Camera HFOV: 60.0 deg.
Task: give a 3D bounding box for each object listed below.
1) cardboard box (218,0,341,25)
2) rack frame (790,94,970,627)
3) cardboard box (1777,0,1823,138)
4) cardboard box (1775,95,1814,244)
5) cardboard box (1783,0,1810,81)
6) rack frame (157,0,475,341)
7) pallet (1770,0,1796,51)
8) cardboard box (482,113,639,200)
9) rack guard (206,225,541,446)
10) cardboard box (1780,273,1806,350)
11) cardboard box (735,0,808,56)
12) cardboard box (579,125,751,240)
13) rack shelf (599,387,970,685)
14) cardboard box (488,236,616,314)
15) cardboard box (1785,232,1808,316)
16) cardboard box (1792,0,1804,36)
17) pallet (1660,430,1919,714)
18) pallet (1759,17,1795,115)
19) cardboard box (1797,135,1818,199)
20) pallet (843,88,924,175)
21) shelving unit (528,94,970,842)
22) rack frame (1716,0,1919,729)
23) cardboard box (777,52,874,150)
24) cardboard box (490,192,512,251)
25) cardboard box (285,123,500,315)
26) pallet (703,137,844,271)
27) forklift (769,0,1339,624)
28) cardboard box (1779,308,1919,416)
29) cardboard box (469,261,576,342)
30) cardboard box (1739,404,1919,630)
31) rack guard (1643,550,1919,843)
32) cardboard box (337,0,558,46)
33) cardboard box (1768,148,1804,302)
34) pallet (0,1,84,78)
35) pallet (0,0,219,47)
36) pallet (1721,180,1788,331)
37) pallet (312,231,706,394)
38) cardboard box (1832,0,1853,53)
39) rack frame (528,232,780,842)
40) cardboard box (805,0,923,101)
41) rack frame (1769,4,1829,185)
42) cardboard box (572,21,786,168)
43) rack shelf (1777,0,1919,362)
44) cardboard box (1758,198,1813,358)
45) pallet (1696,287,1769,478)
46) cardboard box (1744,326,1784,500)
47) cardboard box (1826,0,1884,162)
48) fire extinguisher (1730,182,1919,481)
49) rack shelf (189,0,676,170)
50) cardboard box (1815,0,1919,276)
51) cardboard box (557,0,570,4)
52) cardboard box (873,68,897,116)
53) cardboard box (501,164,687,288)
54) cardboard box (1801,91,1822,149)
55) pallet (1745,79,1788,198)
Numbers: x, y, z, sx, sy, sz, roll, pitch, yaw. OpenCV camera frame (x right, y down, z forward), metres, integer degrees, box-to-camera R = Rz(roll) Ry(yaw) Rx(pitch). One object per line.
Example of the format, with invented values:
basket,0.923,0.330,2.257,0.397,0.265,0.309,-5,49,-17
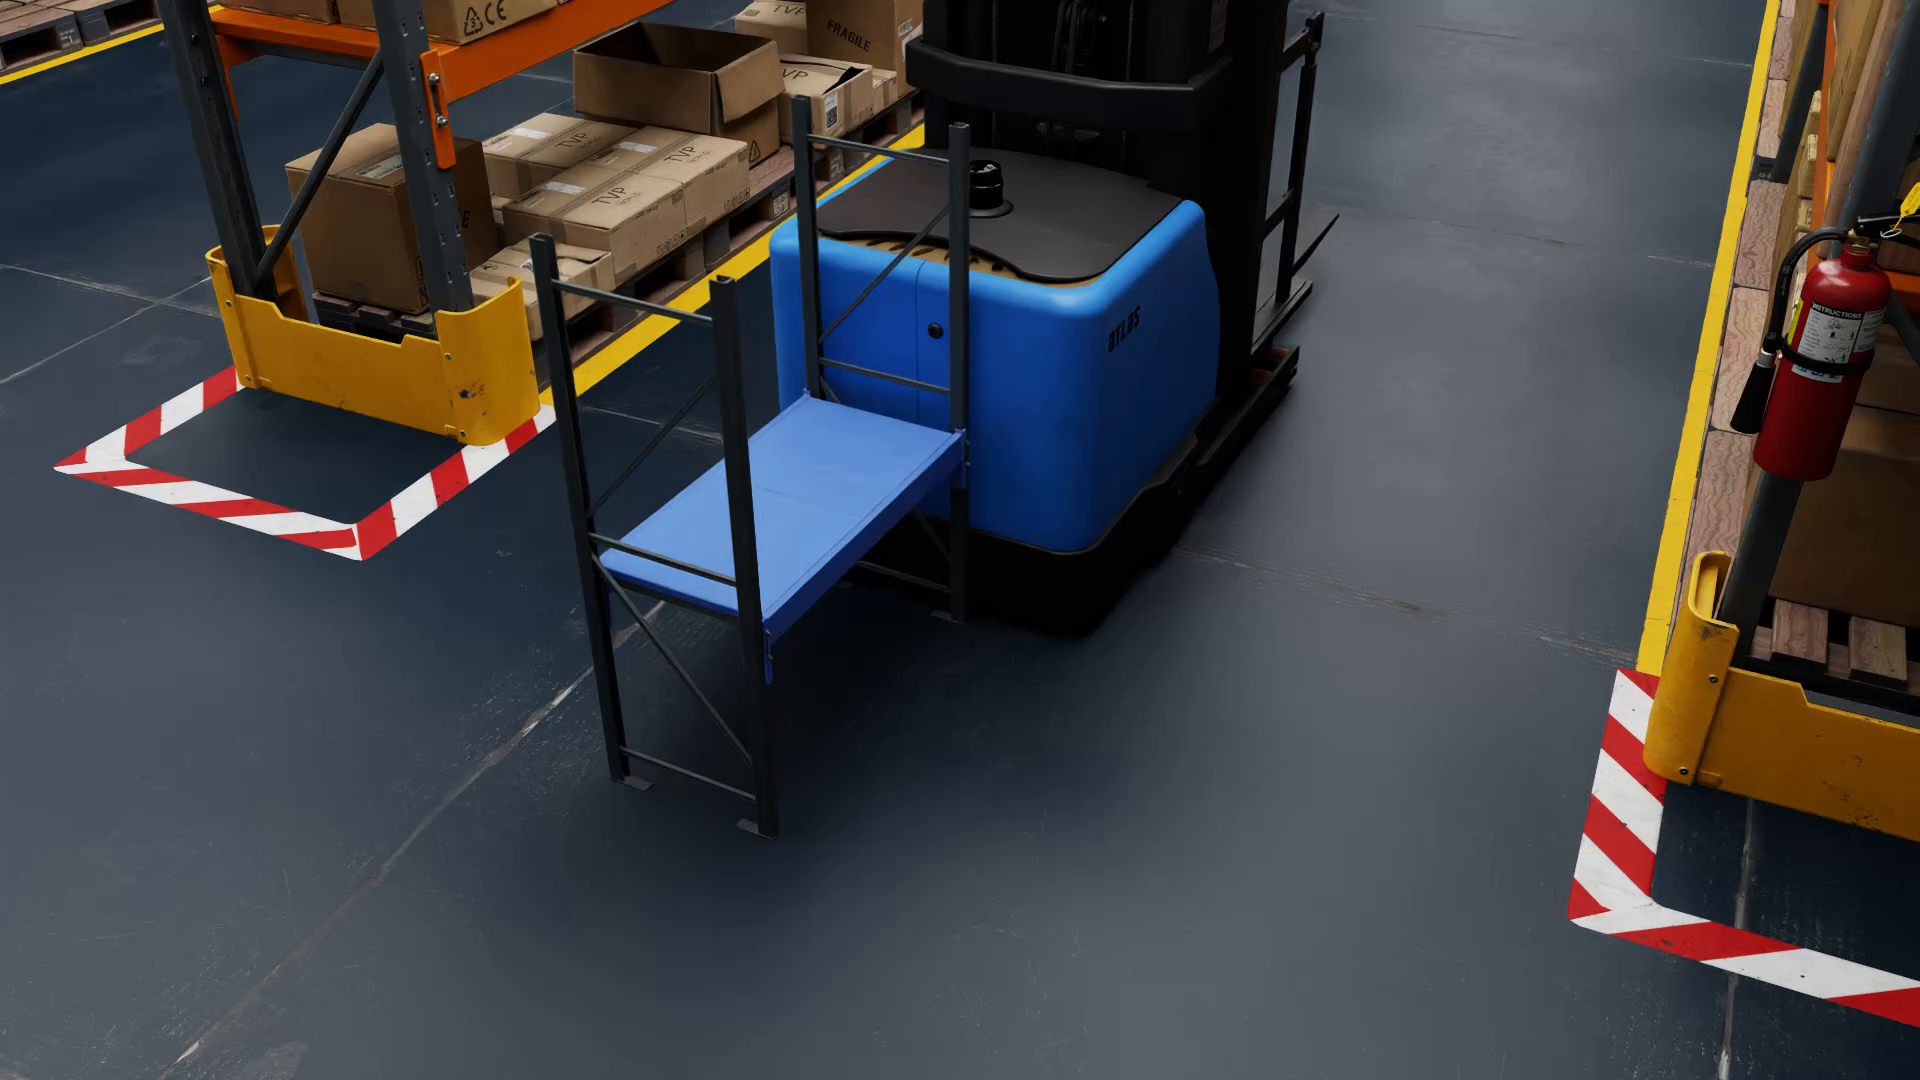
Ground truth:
cardboard box,-2.177,-2.075,5.588,0.500,0.500,0.500,15,36,22
rack frame,-0.204,-0.444,4.560,0.500,1.500,0.032,16,37,23
cardboard box,4.211,-2.236,7.501,0.750,0.750,0.750,15,36,21
cardboard box,3.651,-1.387,6.526,0.700,0.500,0.500,15,36,21
cardboard box,4.580,-2.679,8.178,0.750,0.750,0.750,15,36,22
rack frame,-2.117,-1.748,5.180,1.000,3.000,0.127,14,36,20
pallet,5.333,-3.056,9.718,1.003,0.211,1.213,14,36,20
cardboard box,-1.689,-1.576,7.024,0.500,0.250,0.500,14,36,20
rack guard,-2.085,-0.740,5.923,1.175,0.500,0.348,14,36,20
cardboard box,2.580,-0.620,4.765,0.380,0.149,0.250,15,36,22
cardboard box,-0.816,-2.640,8.592,0.500,0.311,0.500,14,36,20
cardboard box,-1.214,-1.486,6.887,0.500,0.250,0.500,14,36,20
rack shelf,-0.440,-0.047,4.282,0.538,0.185,1.000,16,37,23
cardboard box,-1.525,-1.001,6.224,0.380,0.166,0.250,14,36,20
cardboard box,3.005,-0.615,5.349,0.700,0.500,0.500,13,35,19
cardboard box,4.932,-3.103,8.825,0.750,0.750,0.750,14,36,20
pallet,2.647,0.137,4.849,1.003,0.211,1.213,14,36,20
pallet,4.821,-2.451,8.795,1.003,0.211,1.213,14,36,20
cardboard box,3.124,-1.269,5.755,0.380,0.149,0.250,13,35,19
pallet,-0.732,-2.232,8.462,1.003,0.211,1.213,14,36,20
shelving unit,-0.440,-0.197,4.183,0.538,1.500,1.048,16,37,23
rack frame,2.384,-0.613,3.450,1.000,3.000,0.127,14,36,20
cardboard box,-0.738,-2.077,7.733,0.500,0.311,0.500,14,36,20
cardboard box,-1.862,-1.255,6.612,0.380,0.166,0.250,14,36,20
cardboard box,-2.113,-1.214,6.244,0.500,0.500,0.500,14,36,20
pallet,-1.241,-1.622,7.532,1.003,0.211,1.213,14,36,20
forklift,0.582,-1.773,5.282,1.130,2.935,3.031,16,37,23
cardboard box,2.474,-0.492,4.570,0.380,0.149,0.250,14,36,20
cardboard box,-1.630,-0.869,6.039,0.380,0.149,0.250,14,36,20
cardboard box,2.586,-0.115,4.587,0.700,0.500,0.500,14,36,20
rack guard,2.374,0.444,4.117,1.175,0.500,0.348,14,36,20
cardboard box,-1.692,-1.950,5.397,0.500,0.500,0.500,15,36,21
cardboard box,3.438,-1.137,6.146,0.700,0.500,0.500,14,36,20
pallet,-5.722,-2.727,9.217,1.003,0.211,1.213,14,36,20
pallet,-5.213,-3.337,10.147,1.003,0.211,1.213,14,36,20
pallet,3.668,-1.079,6.702,1.003,0.211,1.213,14,36,20
pallet,-1.753,-1.017,6.608,1.003,0.211,1.213,14,36,20
cardboard box,3.210,-1.738,4.891,0.980,0.700,0.700,12,35,18
rack frame,-0.676,0.049,3.807,0.500,1.500,0.032,16,37,23
cardboard box,-0.424,-2.530,8.251,0.500,0.500,0.500,14,36,20
rack frame,4.057,-2.605,6.488,1.000,3.000,0.127,14,36,20
cardboard box,-1.225,-1.943,7.353,0.797,0.503,0.637,14,36,20
rack shelf,3.221,-1.309,5.166,1.077,0.370,4.000,14,36,20
cardboard box,3.221,-0.882,5.757,0.700,0.500,0.500,15,36,22
pallet,3.159,-0.469,5.772,1.003,0.211,1.213,14,36,20
cardboard box,2.795,-0.364,4.967,0.700,0.500,0.500,14,36,20
cardboard box,2.882,-1.360,4.315,0.980,0.700,0.700,14,36,20
fire extinguisher,1.902,-0.456,3.620,0.296,0.674,0.183,14,36,20
rack shelf,-1.280,-2.443,6.896,1.077,0.370,4.000,14,36,20
cardboard box,2.588,-0.995,3.758,0.980,0.700,0.700,16,36,23
cardboard box,-1.481,-2.208,5.791,0.500,0.500,0.500,14,36,20
cardboard box,-0.527,-2.182,8.042,0.380,0.149,0.250,14,36,20
cardboard box,-1.423,-1.237,6.507,0.500,0.250,0.500,14,36,20
cardboard box,3.342,-1.529,6.152,0.380,0.149,0.250,15,36,22
pallet,4.312,-1.841,7.865,1.003,0.211,1.213,14,36,20
